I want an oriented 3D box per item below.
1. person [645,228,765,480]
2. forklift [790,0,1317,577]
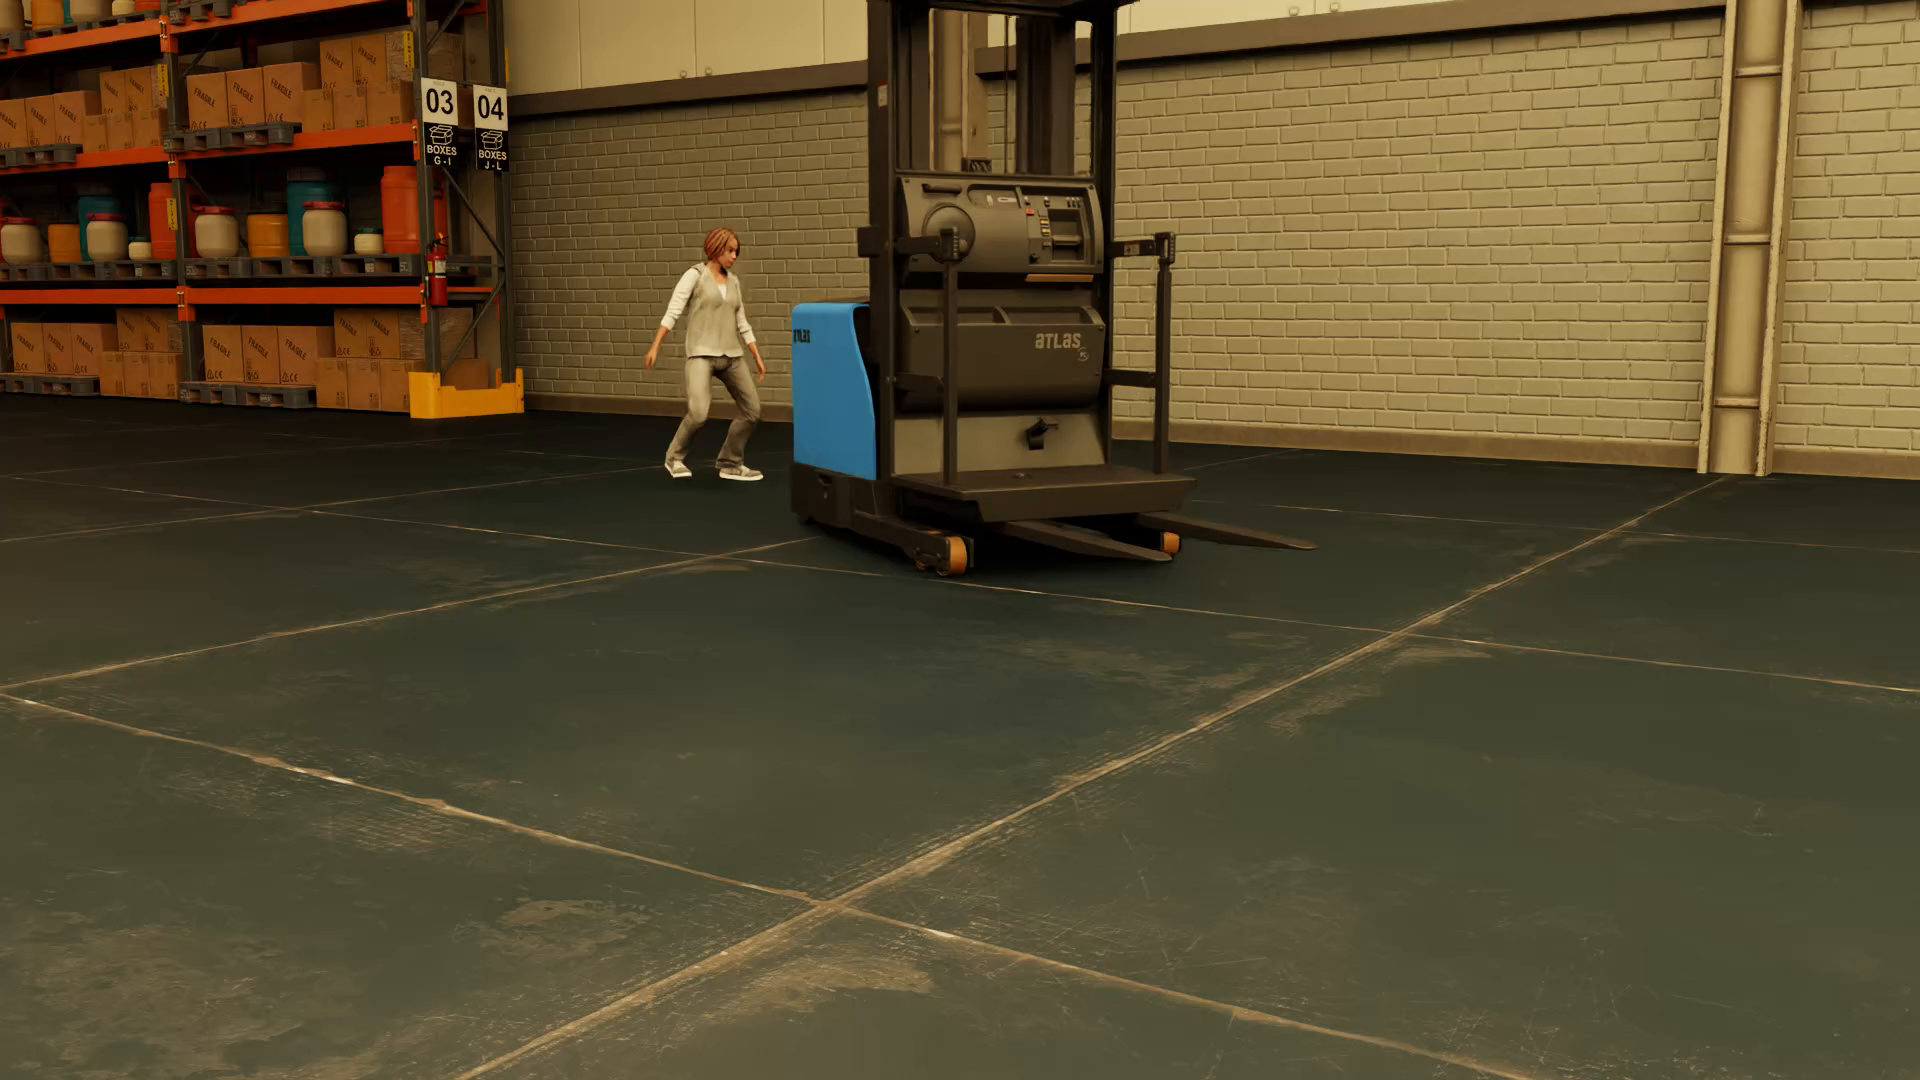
[{"bbox_3d":[-1.515,-1.089,9.905,0.744,1.521,0.449,-6,10,-38],"label":"person"},{"bbox_3d":[0.283,-1.374,6.858,1.130,2.935,3.031,-4,9,-26],"label":"forklift"}]
